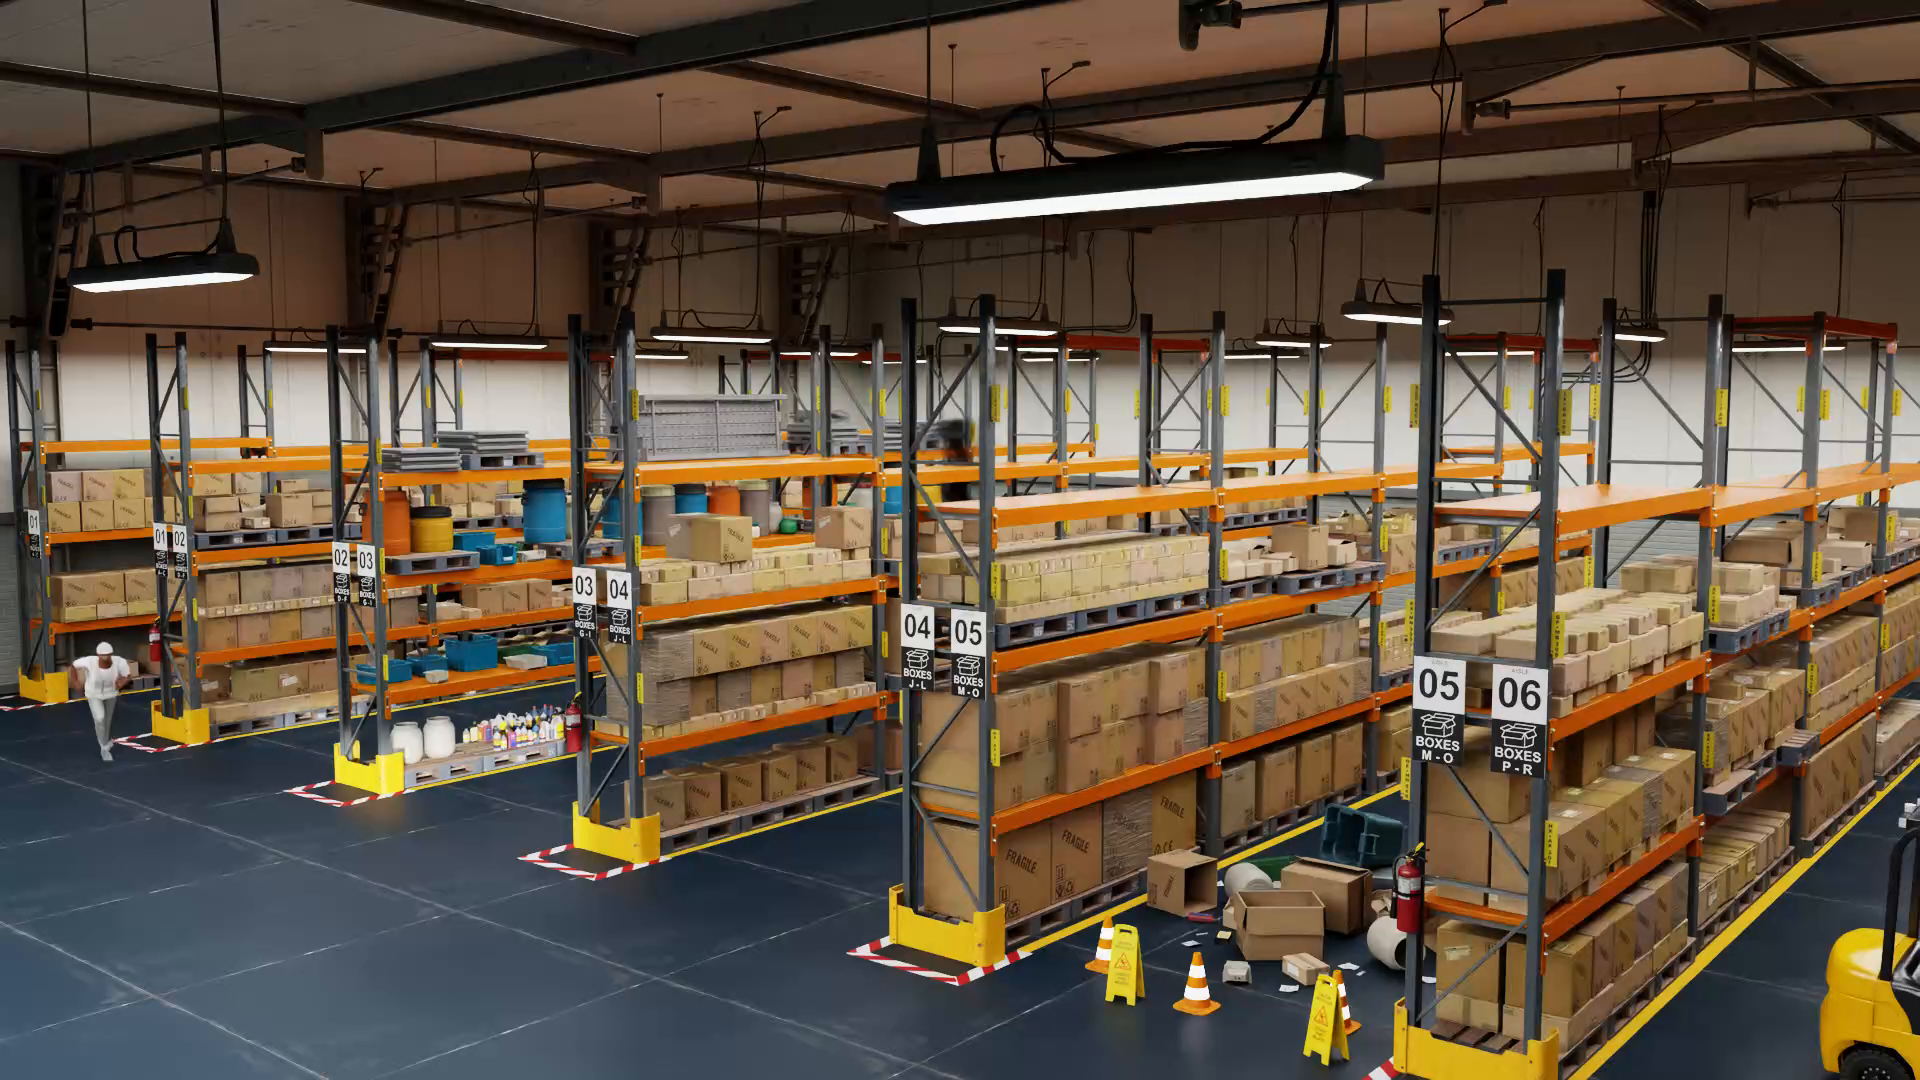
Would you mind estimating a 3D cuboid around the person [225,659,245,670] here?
[{"bbox_3d":[-12.015,1.967,27.631,0.616,1.478,1.022,0,5,-1],"label":"person"}]

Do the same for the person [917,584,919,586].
[{"bbox_3d":[-1.105,0.863,39.016,0.539,1.632,0.763,-2,5,-17],"label":"person"}]

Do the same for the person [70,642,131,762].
[{"bbox_3d":[-12.098,2.253,23.437,0.753,1.720,1.037,-3,6,-33],"label":"person"}]
